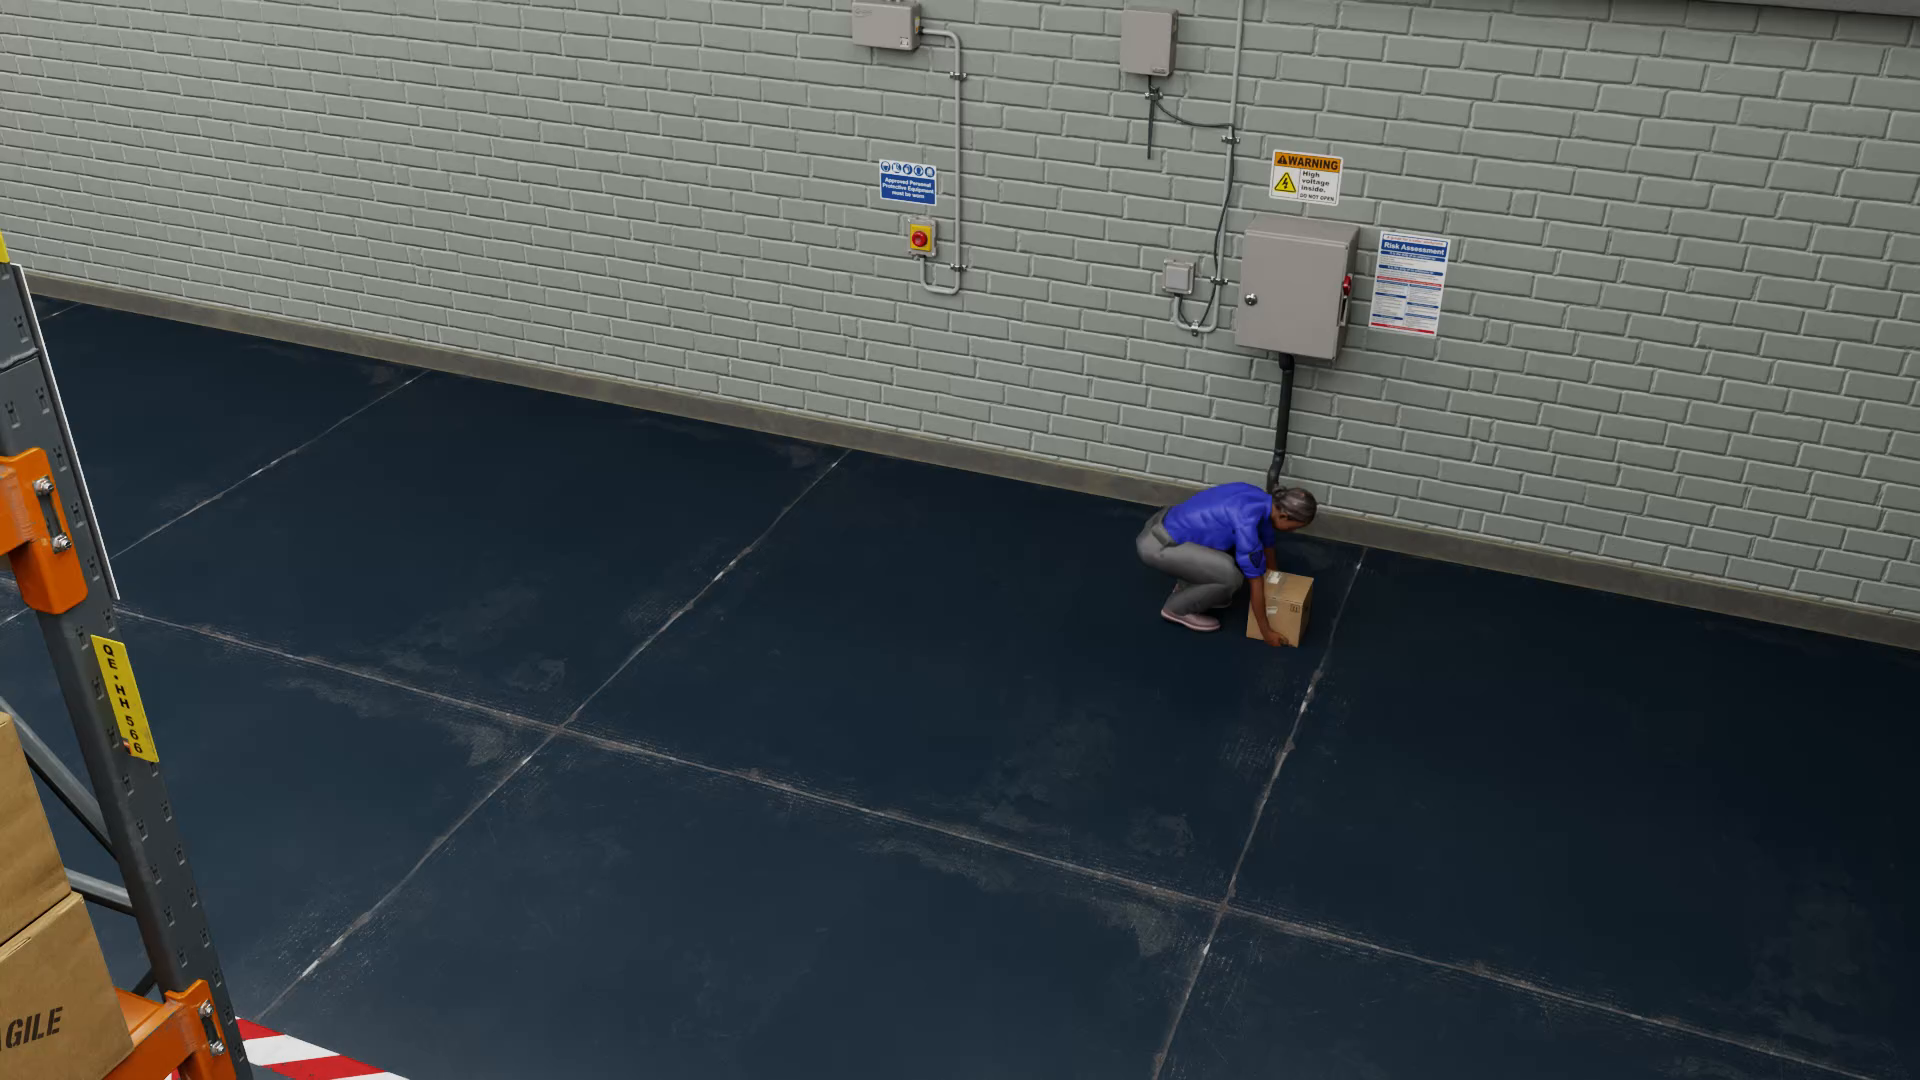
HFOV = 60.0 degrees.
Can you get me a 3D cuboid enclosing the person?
[{"bbox_3d":[1.260,0.077,7.983,0.819,0.817,0.453,11,32,18],"label":"person"}]
